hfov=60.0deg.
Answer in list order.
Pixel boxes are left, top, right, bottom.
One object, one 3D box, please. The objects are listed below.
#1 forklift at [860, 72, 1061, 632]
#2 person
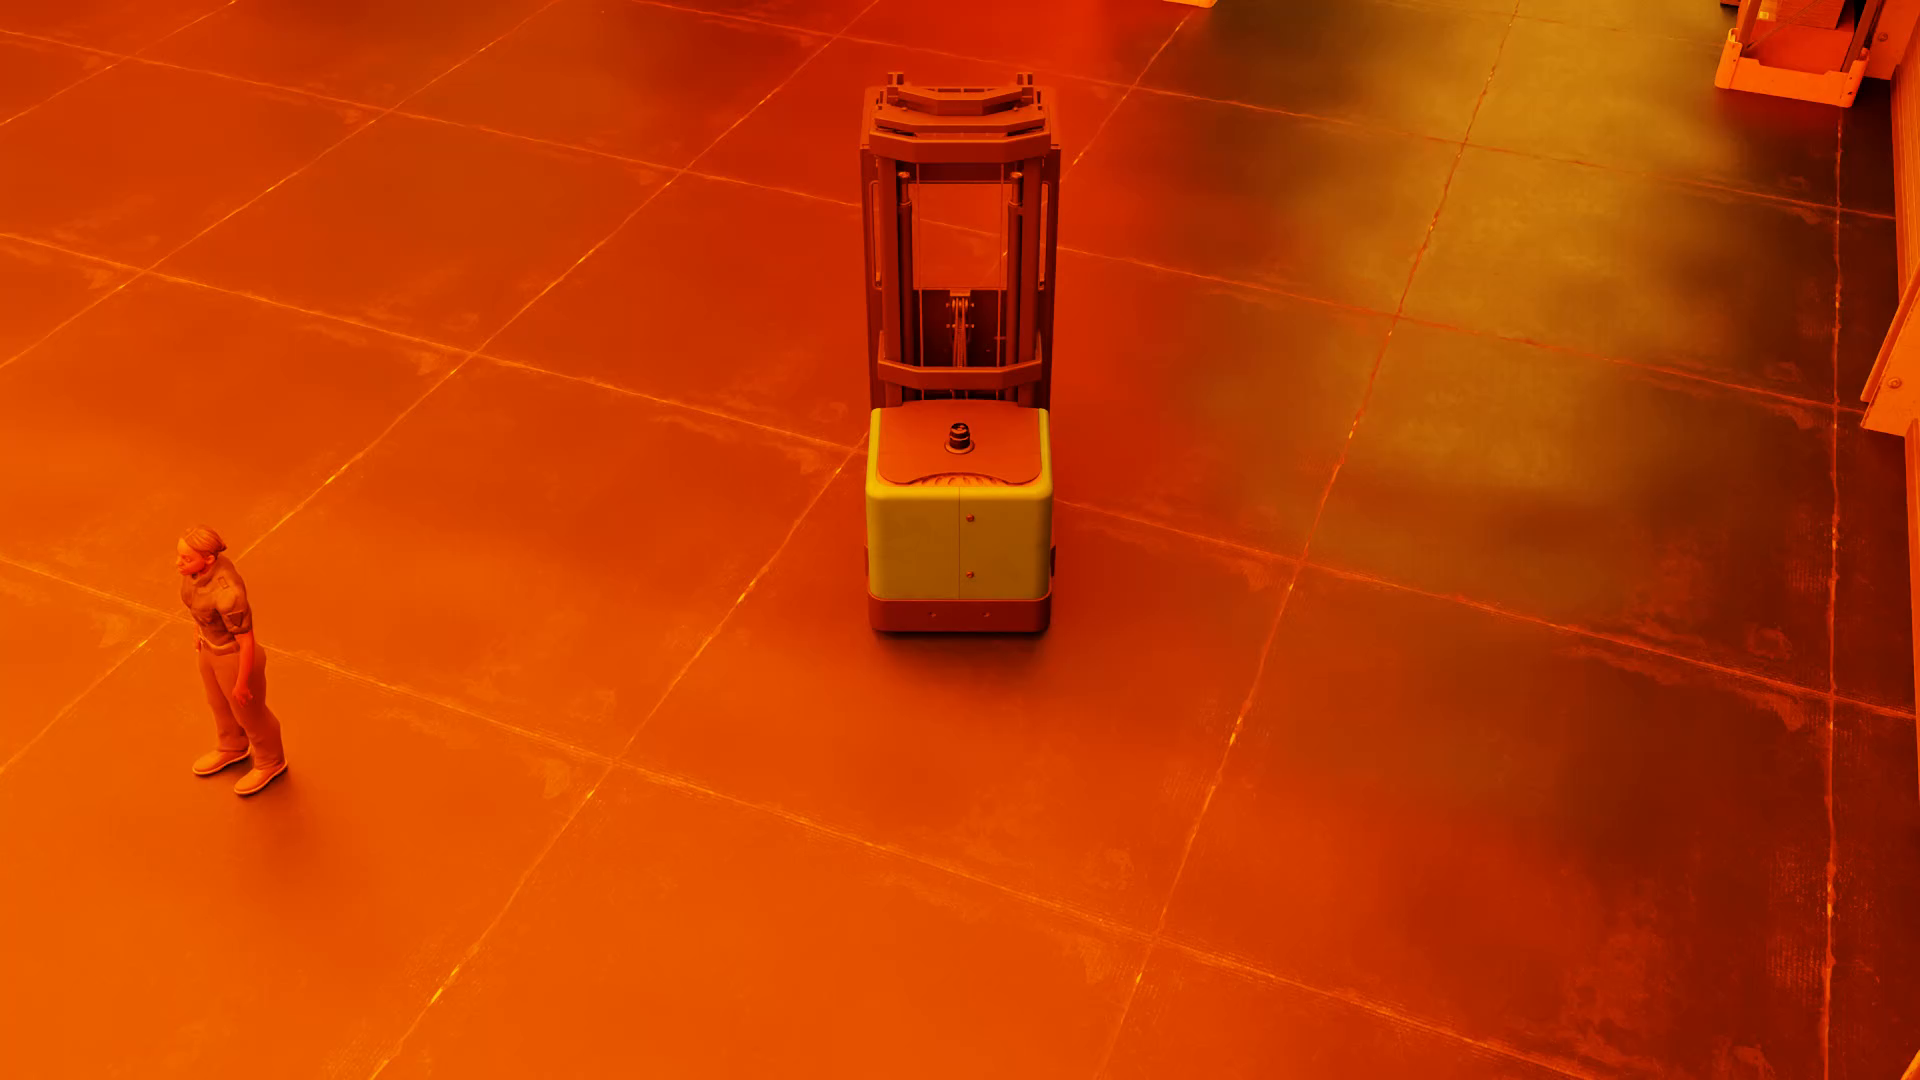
[{"bbox_3d":[0.002,-1.515,9.816,1.130,2.935,3.031,0,40,0],"label":"forklift"},{"bbox_3d":[-3.710,0.608,8.263,0.505,1.654,0.570,-29,48,-30],"label":"person"}]
